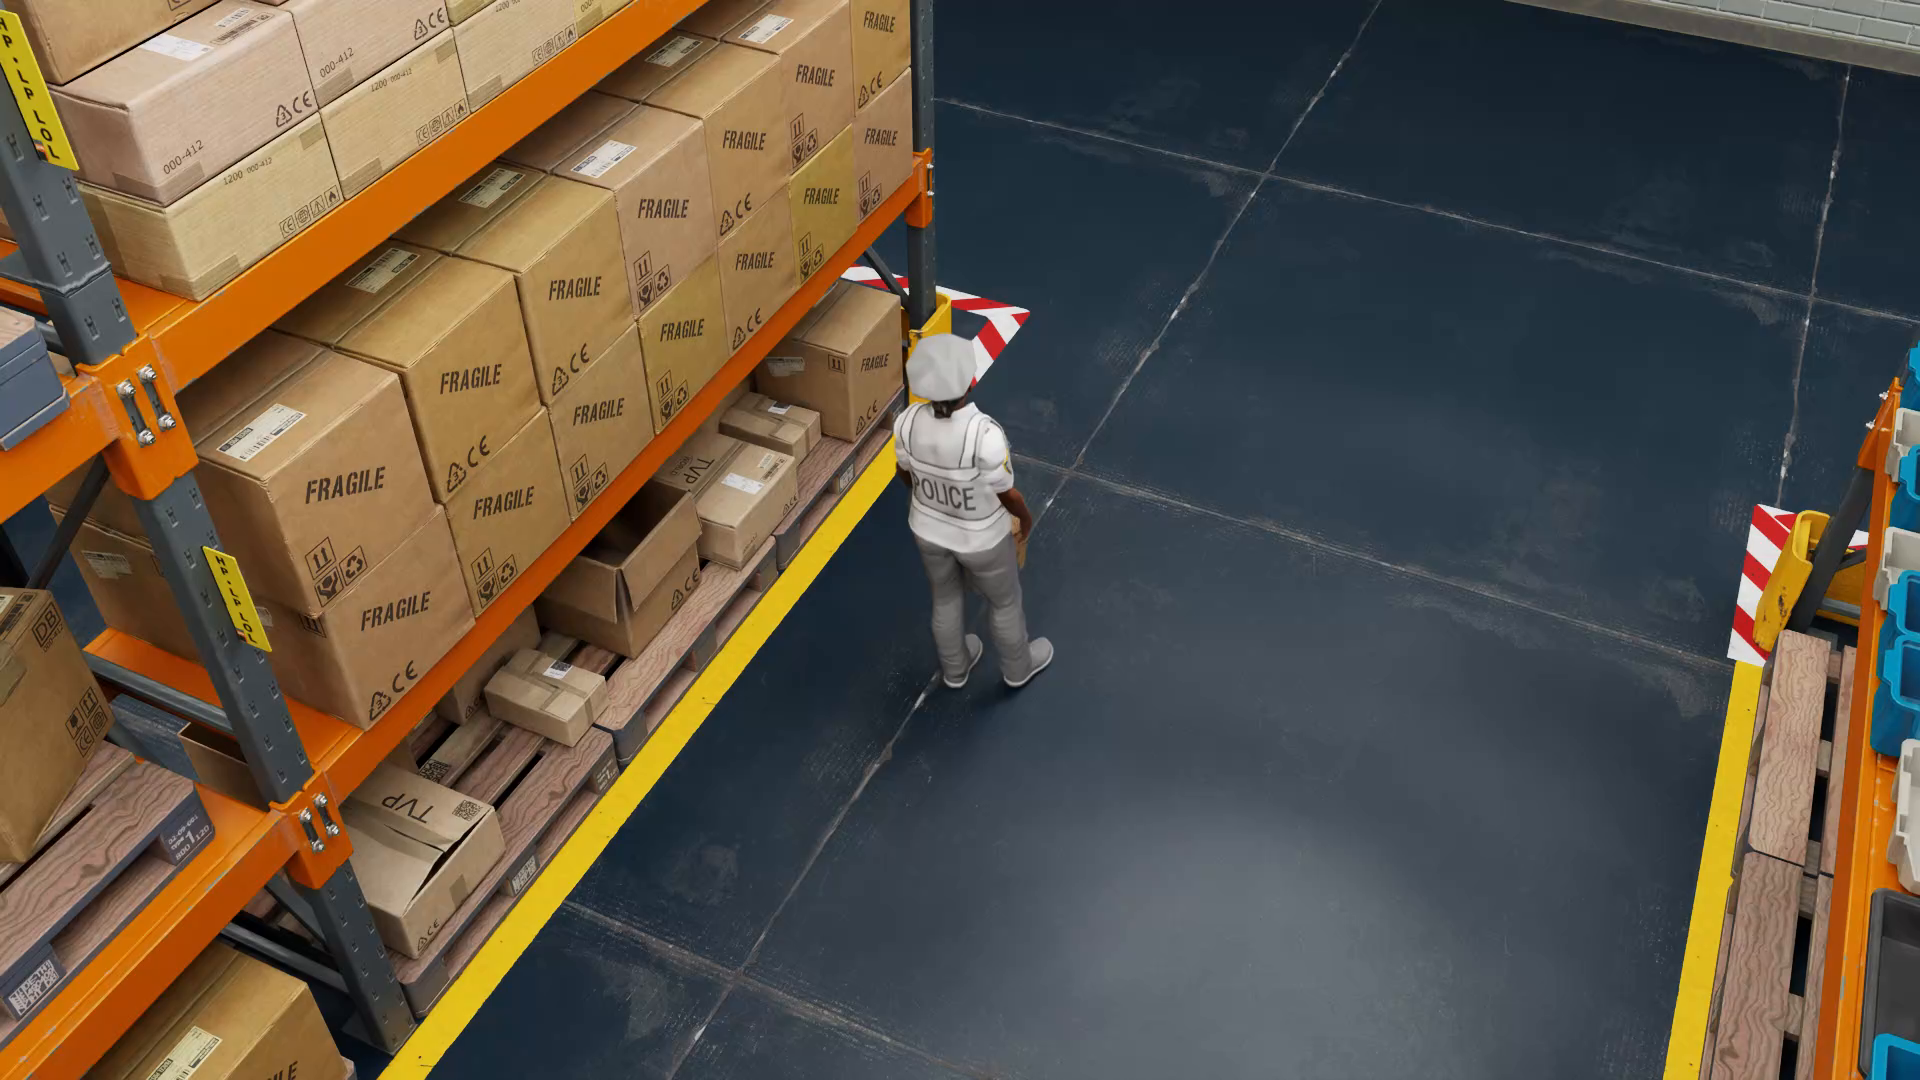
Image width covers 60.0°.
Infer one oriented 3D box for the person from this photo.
[{"bbox_3d":[0.050,-0.094,6.226,0.547,1.695,0.528,17,45,18],"label":"person"}]
